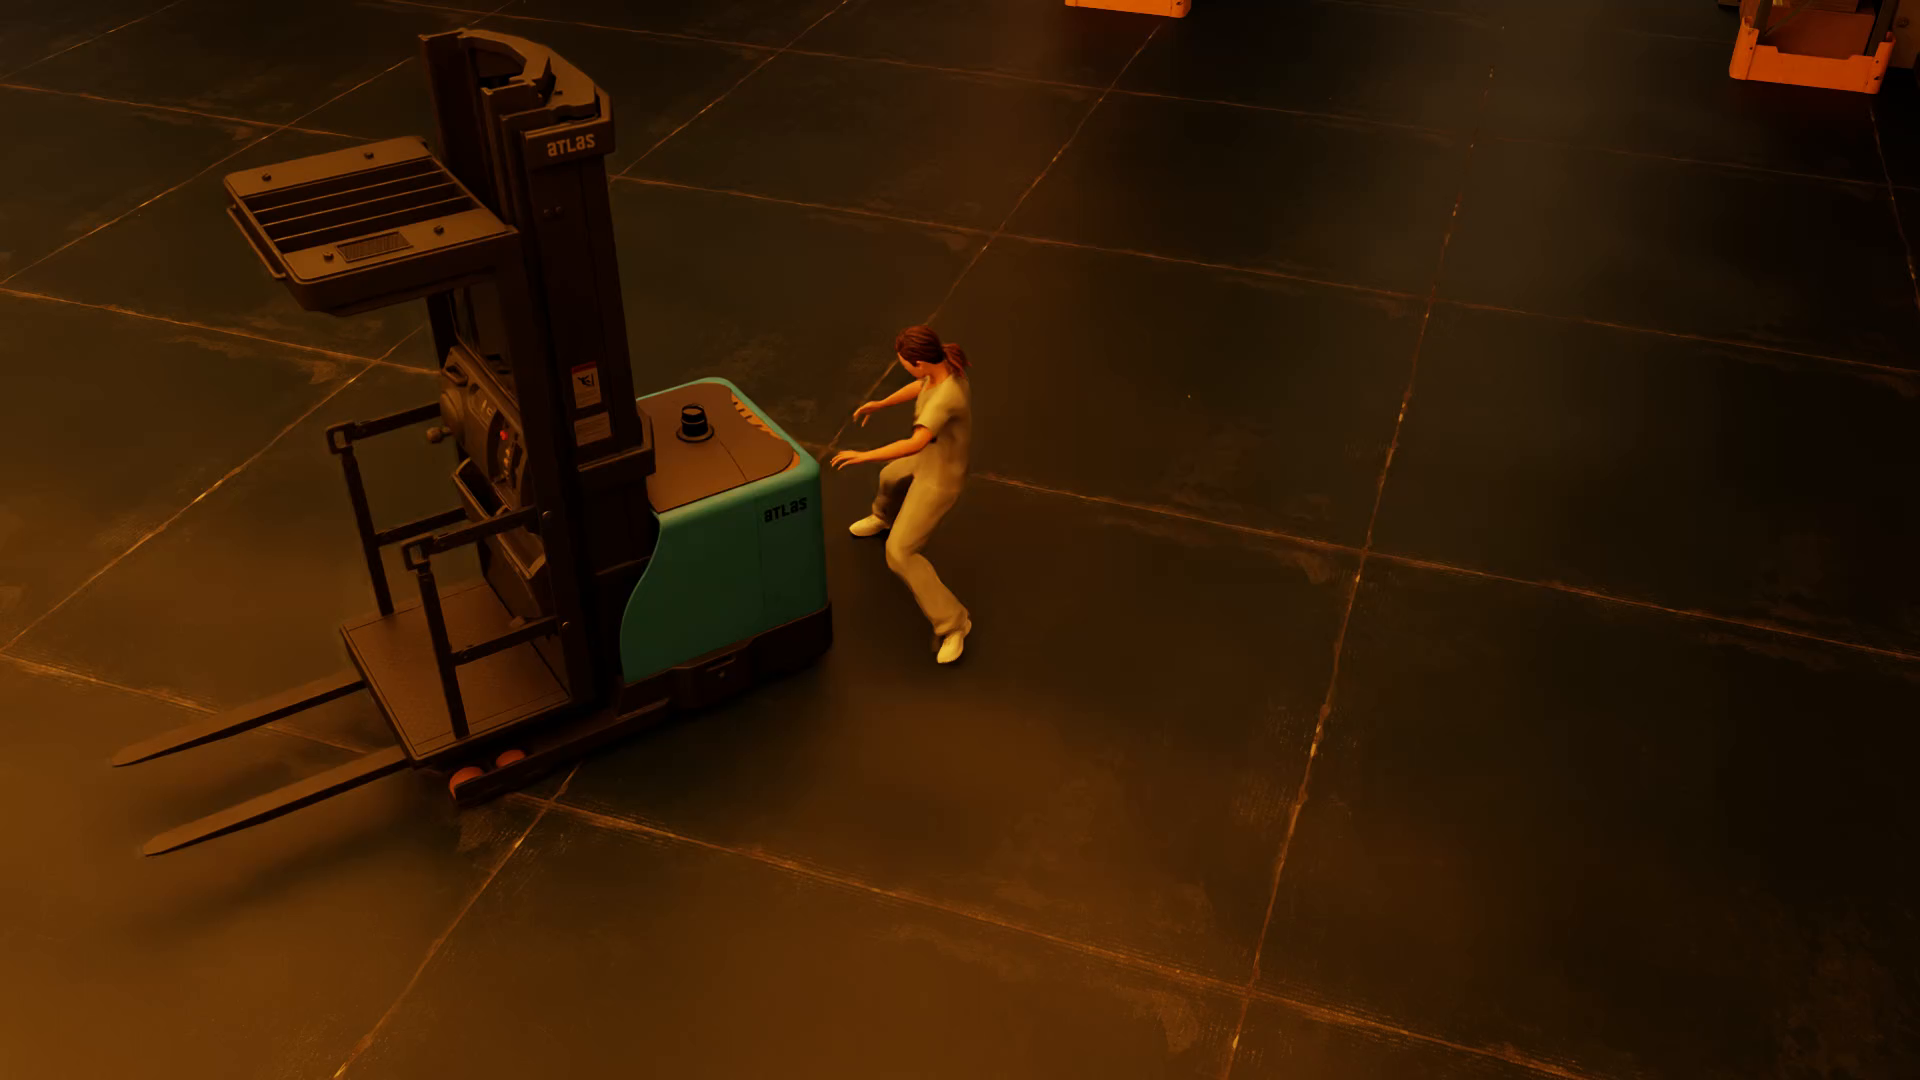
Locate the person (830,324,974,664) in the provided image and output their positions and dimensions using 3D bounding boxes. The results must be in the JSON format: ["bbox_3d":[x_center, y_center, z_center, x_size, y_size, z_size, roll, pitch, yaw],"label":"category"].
[{"bbox_3d":[-0.263,-0.336,7.850,0.678,1.461,1.243,2,35,3],"label":"person"}]

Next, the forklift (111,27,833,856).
[{"bbox_3d":[-2.112,-0.418,6.700,3.031,2.935,1.130,-21,40,-27],"label":"forklift"}]
